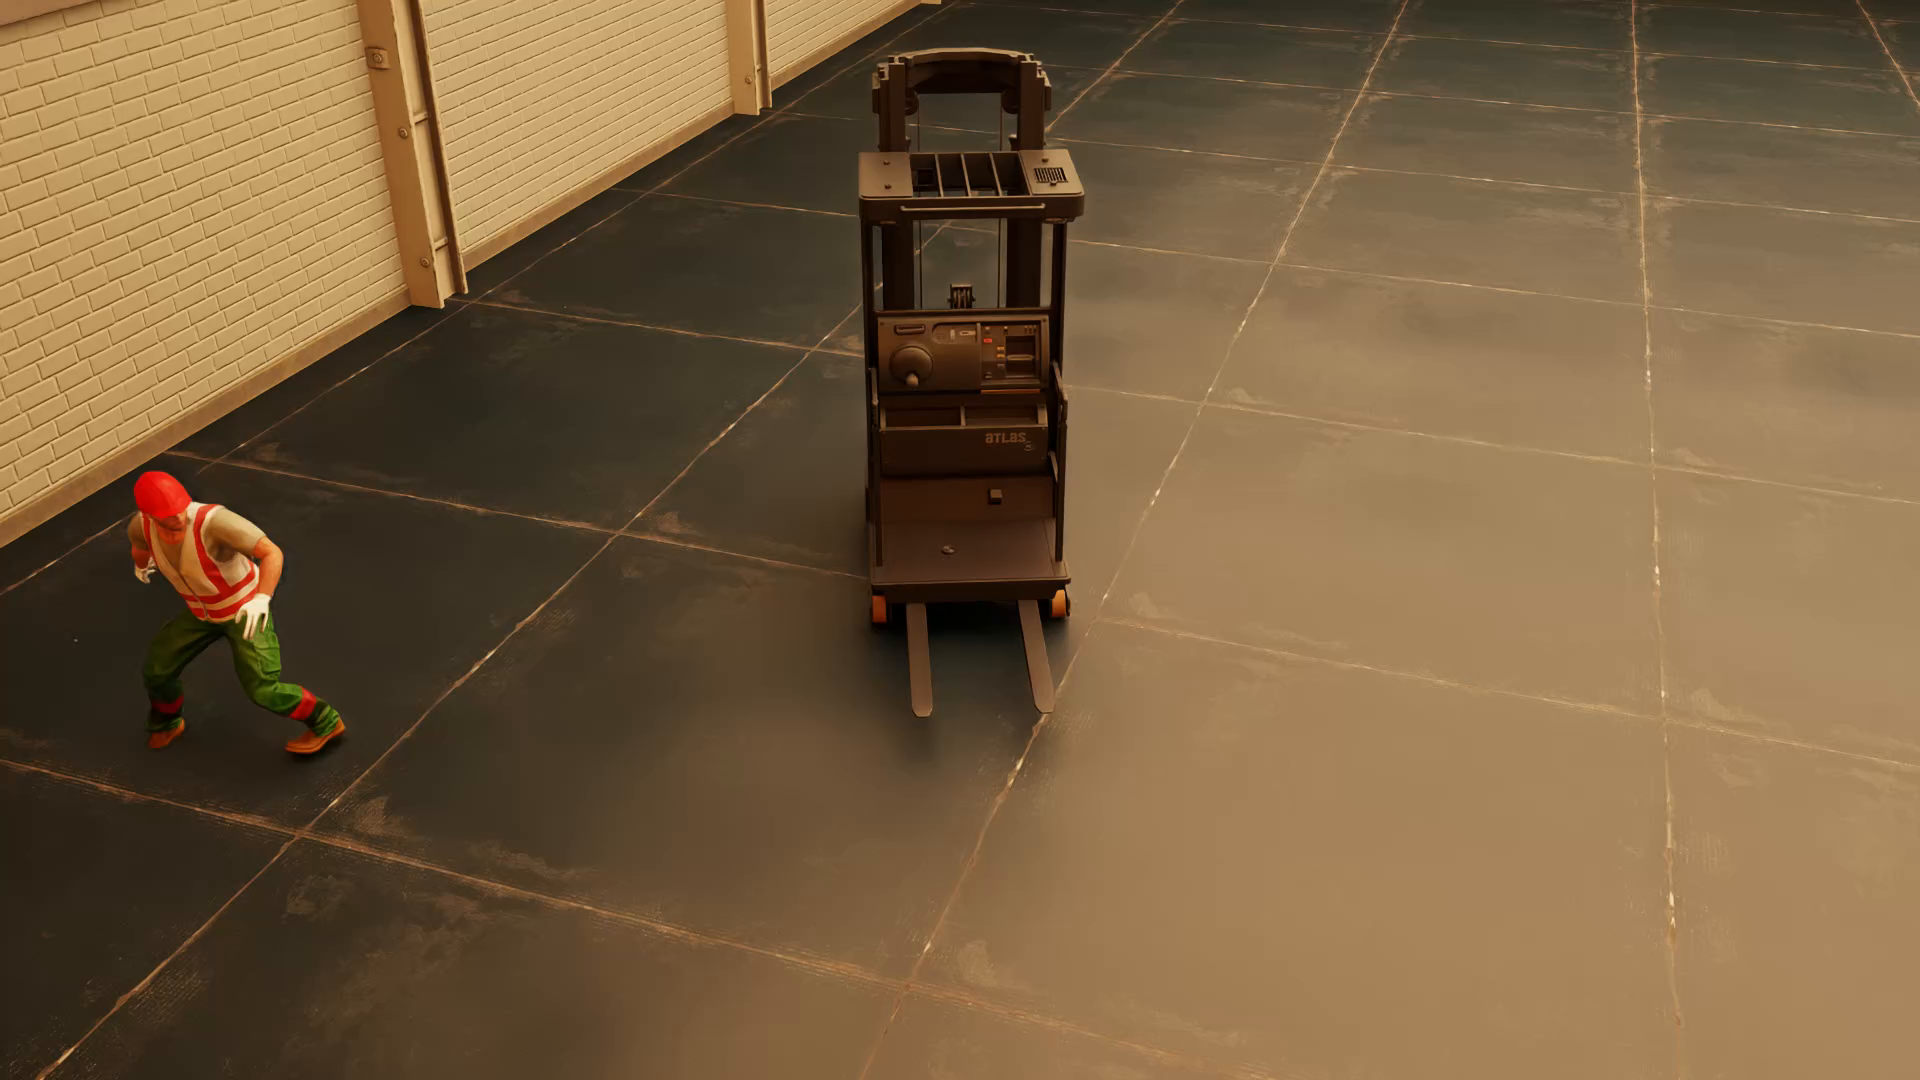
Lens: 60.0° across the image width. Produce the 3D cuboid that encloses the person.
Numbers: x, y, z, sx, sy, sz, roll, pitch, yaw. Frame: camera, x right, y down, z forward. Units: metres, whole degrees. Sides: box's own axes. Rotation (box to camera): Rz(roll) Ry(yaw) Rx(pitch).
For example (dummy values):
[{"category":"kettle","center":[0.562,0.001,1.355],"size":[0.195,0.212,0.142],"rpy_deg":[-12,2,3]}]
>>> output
[{"category":"person","center":[-3.586,0.378,7.912],"size":[1.100,1.720,0.591],"rpy_deg":[9,31,16]}]

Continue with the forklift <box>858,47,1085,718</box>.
[{"category":"forklift","center":[0.035,-0.972,8.842],"size":[1.130,2.935,3.031],"rpy_deg":[-2,30,-3]}]
